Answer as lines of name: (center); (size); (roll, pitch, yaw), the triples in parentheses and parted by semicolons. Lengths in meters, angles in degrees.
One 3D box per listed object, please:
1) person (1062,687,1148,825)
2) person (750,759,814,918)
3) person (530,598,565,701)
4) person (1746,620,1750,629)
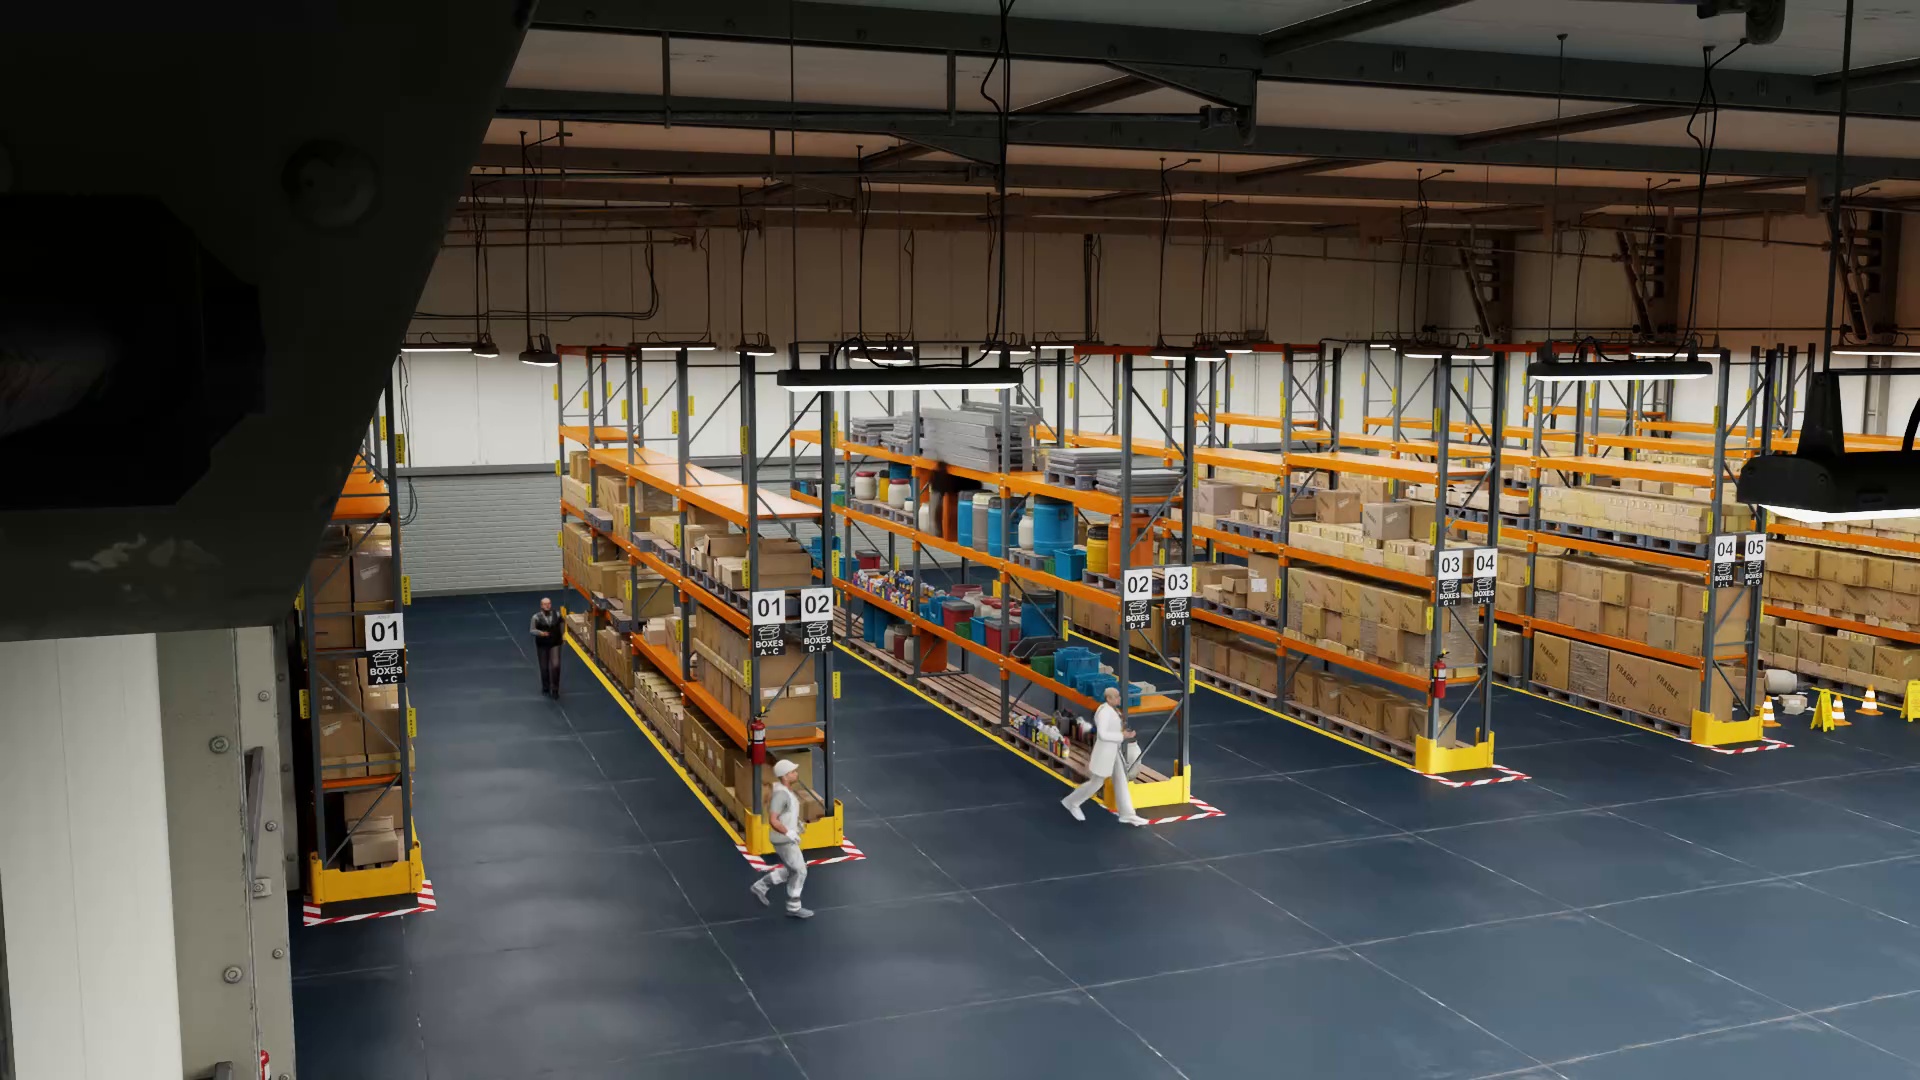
person: (1.852, 2.737, 21.175); (1.107, 1.756, 0.712); (3, 8, 22)
person: (-1.931, 3.213, 17.818); (0.697, 1.758, 0.698); (0, 7, -1)
person: (-7.066, 1.866, 28.543); (0.602, 1.772, 0.833); (-2, 8, -15)
person: (15.713, 1.285, 33.224); (0.663, 1.678, 0.560); (-3, 8, -20)
